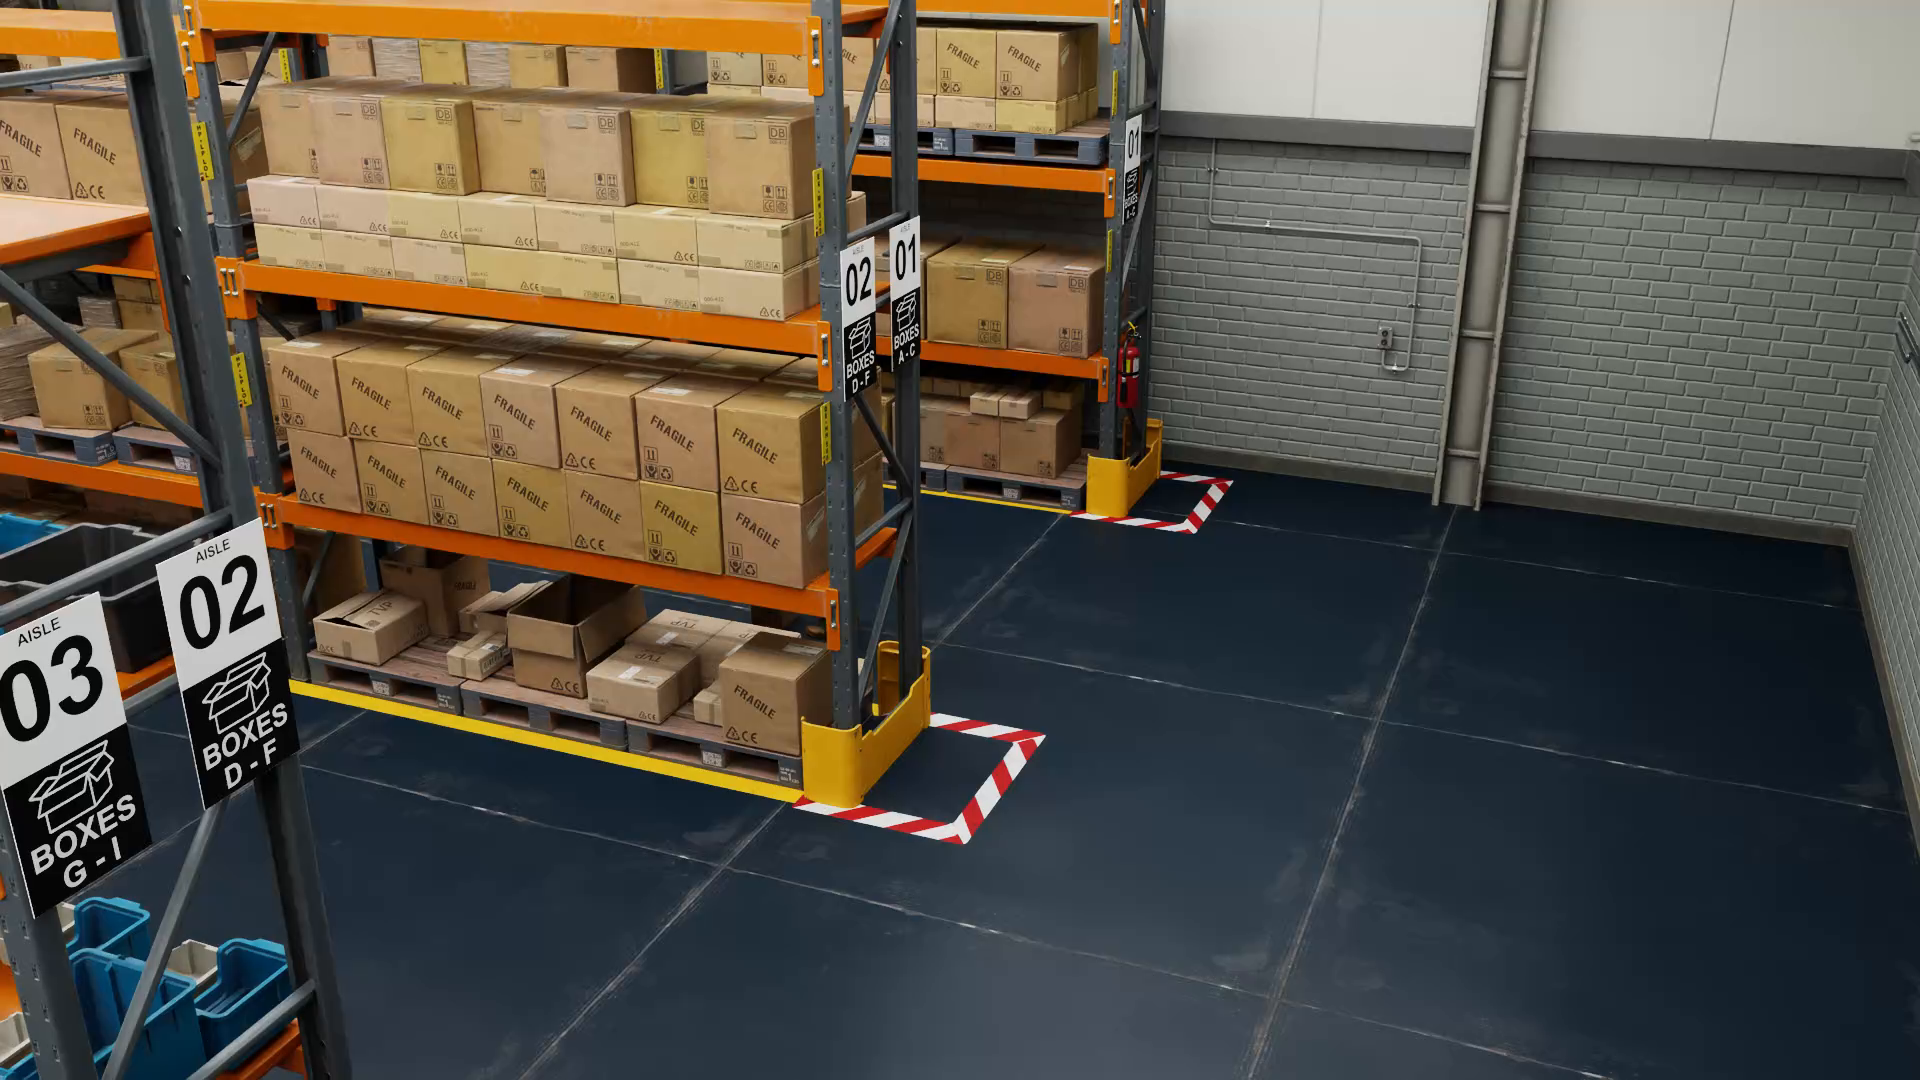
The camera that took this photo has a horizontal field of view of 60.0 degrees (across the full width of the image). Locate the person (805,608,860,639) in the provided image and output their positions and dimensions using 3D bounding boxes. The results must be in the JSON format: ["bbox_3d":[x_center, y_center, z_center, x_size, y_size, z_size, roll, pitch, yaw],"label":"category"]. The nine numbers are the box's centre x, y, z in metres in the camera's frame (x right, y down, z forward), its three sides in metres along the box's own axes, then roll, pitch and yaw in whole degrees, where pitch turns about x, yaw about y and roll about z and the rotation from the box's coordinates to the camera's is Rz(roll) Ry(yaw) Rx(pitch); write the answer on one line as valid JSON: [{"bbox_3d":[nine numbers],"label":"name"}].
[{"bbox_3d":[-0.978,0.042,11.464,0.819,1.290,0.584,9,24,20],"label":"person"}]
